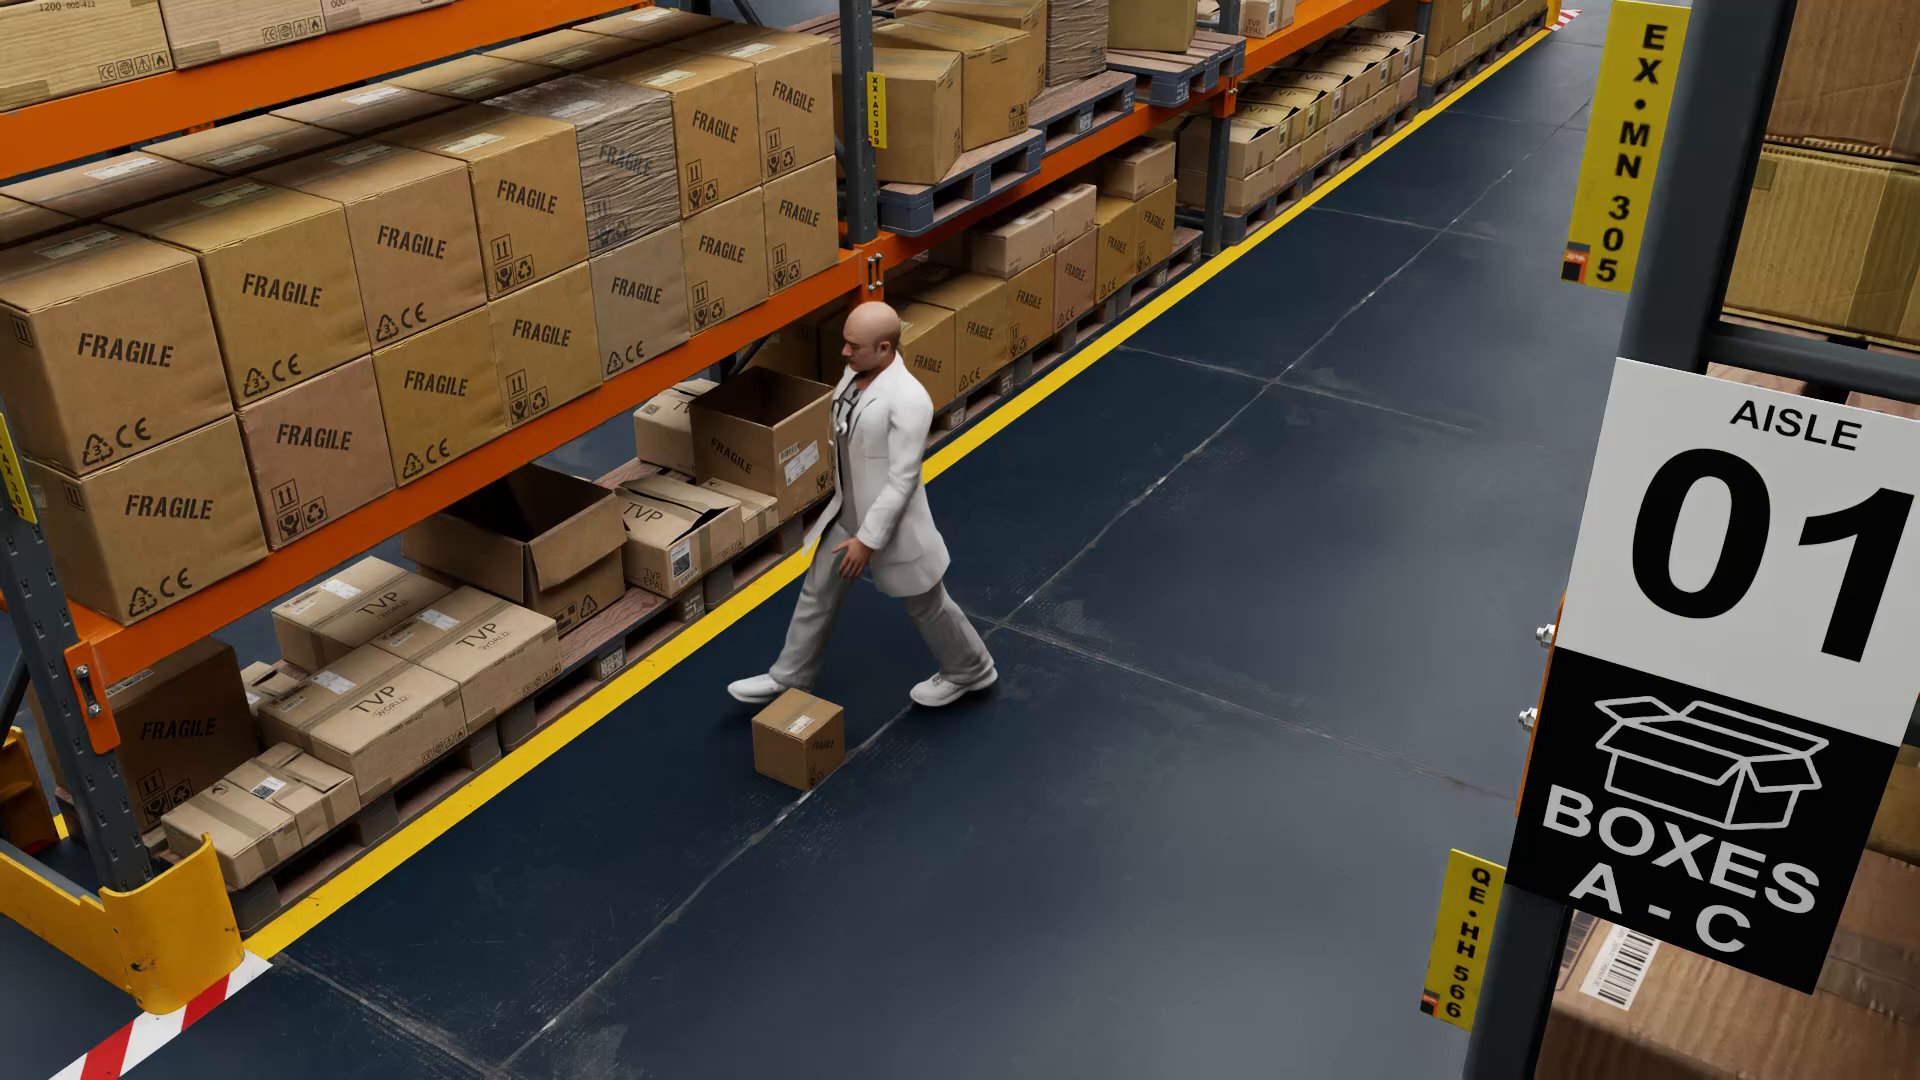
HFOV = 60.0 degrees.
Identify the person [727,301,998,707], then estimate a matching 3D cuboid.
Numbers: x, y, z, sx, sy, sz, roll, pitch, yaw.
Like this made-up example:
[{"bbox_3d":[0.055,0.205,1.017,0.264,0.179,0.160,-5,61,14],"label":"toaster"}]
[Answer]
[{"bbox_3d":[-0.364,-0.078,6.292,1.001,1.742,0.605,-20,36,-31],"label":"person"}]
